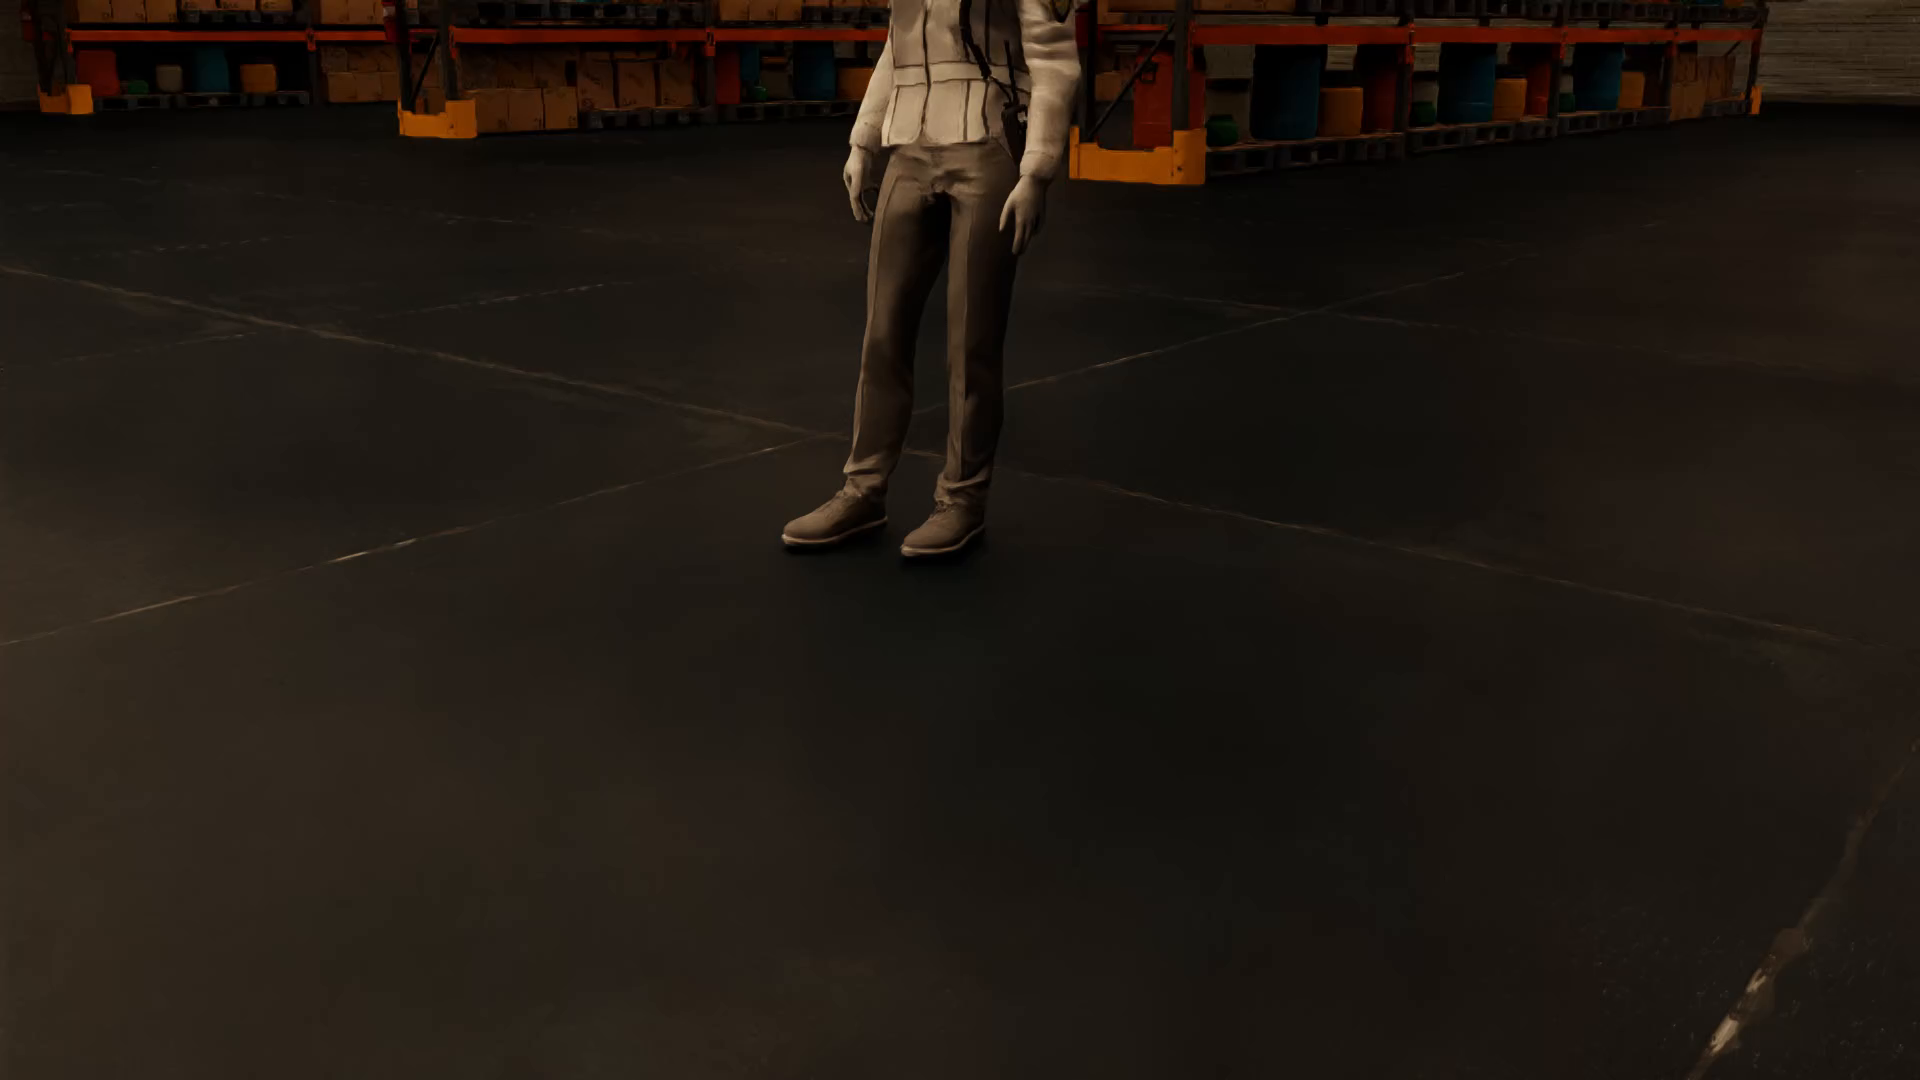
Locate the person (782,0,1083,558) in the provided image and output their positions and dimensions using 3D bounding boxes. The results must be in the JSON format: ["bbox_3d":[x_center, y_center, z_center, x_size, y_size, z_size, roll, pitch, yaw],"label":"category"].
[{"bbox_3d":[-0.049,-0.804,3.648,0.586,1.695,0.532,13,21,37],"label":"person"}]
